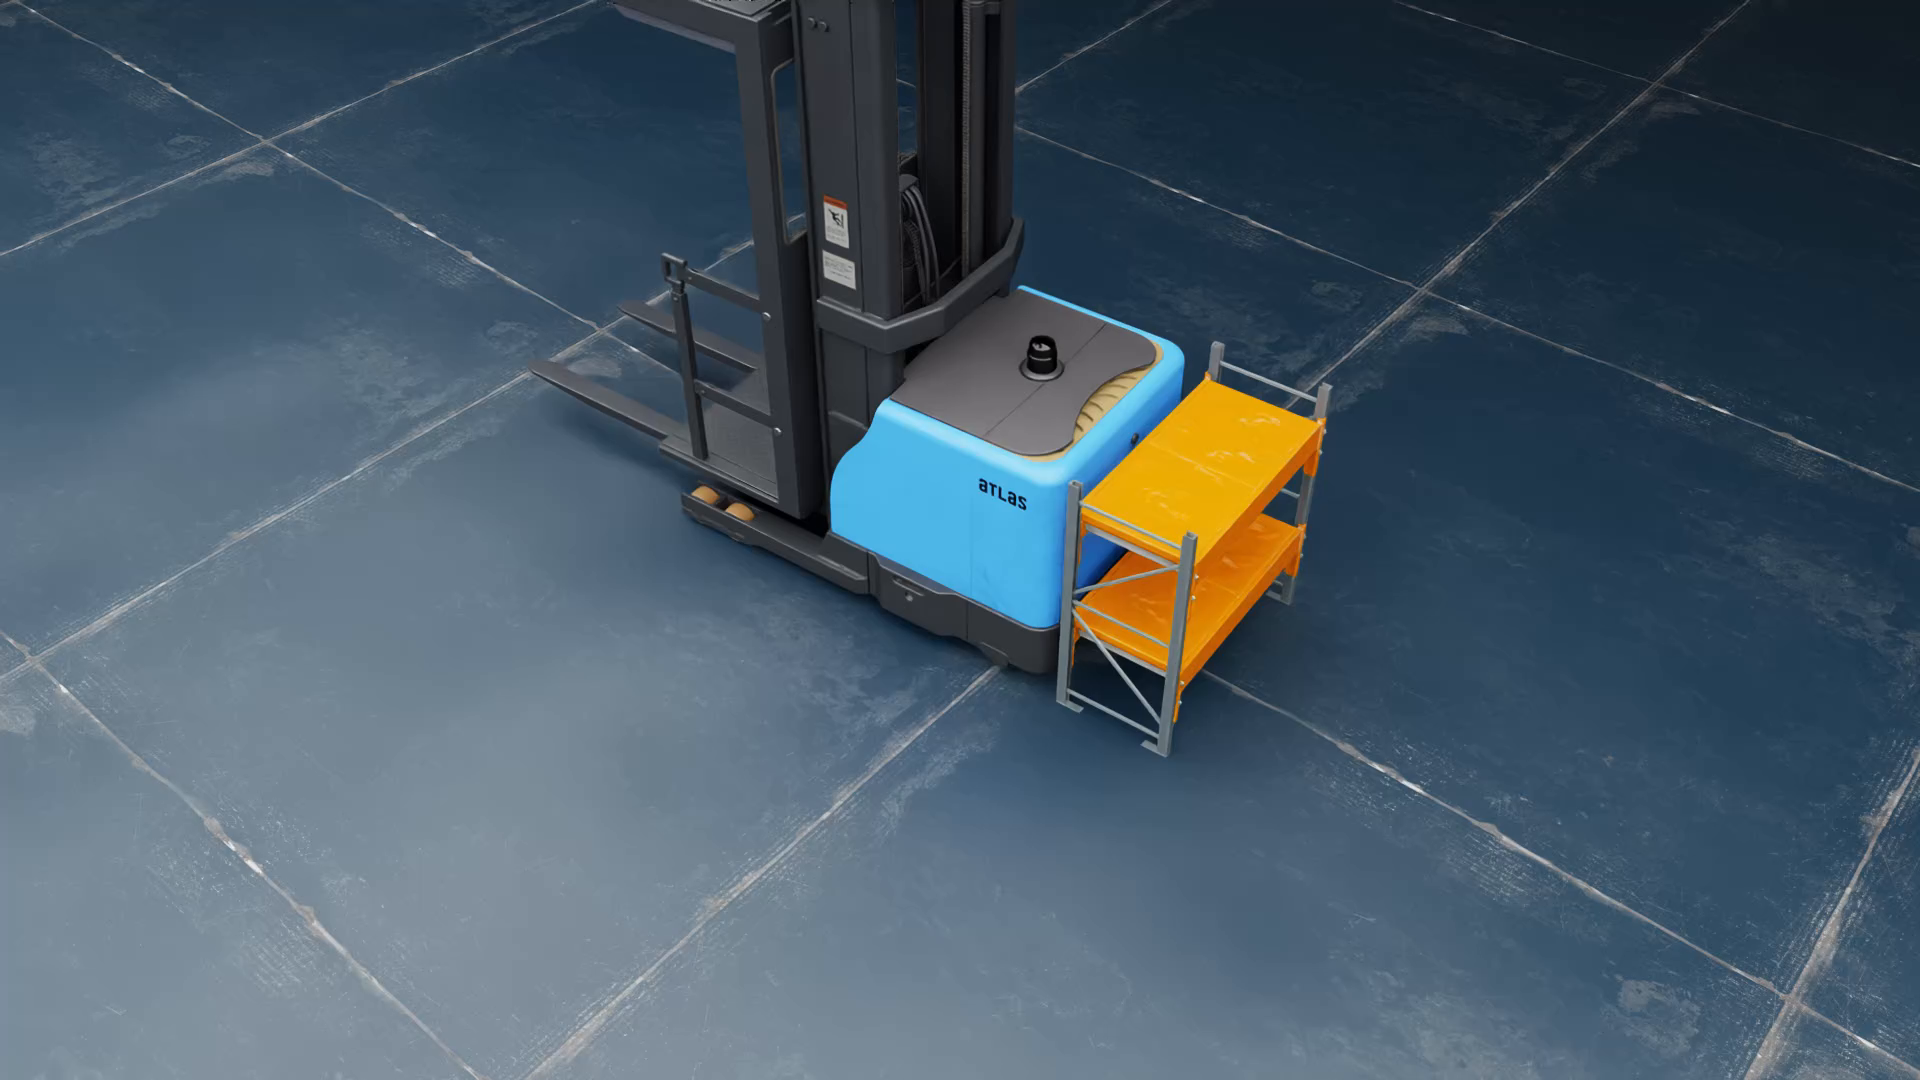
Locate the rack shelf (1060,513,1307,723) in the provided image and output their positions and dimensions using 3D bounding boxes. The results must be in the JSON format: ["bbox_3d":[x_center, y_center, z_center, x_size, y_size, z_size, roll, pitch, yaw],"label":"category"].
[{"bbox_3d":[0.885,0.212,6.544,0.538,0.278,1.000,26,48,25],"label":"rack shelf"}]

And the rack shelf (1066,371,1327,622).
[{"bbox_3d":[0.885,-0.185,6.183,0.538,0.278,1.000,26,48,25],"label":"rack shelf"}]

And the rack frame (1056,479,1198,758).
[{"bbox_3d":[0.590,0.309,6.074,0.500,1.125,0.032,26,48,25],"label":"rack frame"}]

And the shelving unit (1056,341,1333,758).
[{"bbox_3d":[0.885,0.031,6.380,0.538,1.125,1.048,26,48,25],"label":"shelving unit"}]

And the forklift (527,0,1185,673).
[{"bbox_3d":[-0.608,-1.346,6.551,3.031,2.935,1.130,25,48,25],"label":"forklift"}]

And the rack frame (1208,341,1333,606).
[{"bbox_3d":[1.181,-0.247,6.686,0.500,1.125,0.032,26,48,25],"label":"rack frame"}]
